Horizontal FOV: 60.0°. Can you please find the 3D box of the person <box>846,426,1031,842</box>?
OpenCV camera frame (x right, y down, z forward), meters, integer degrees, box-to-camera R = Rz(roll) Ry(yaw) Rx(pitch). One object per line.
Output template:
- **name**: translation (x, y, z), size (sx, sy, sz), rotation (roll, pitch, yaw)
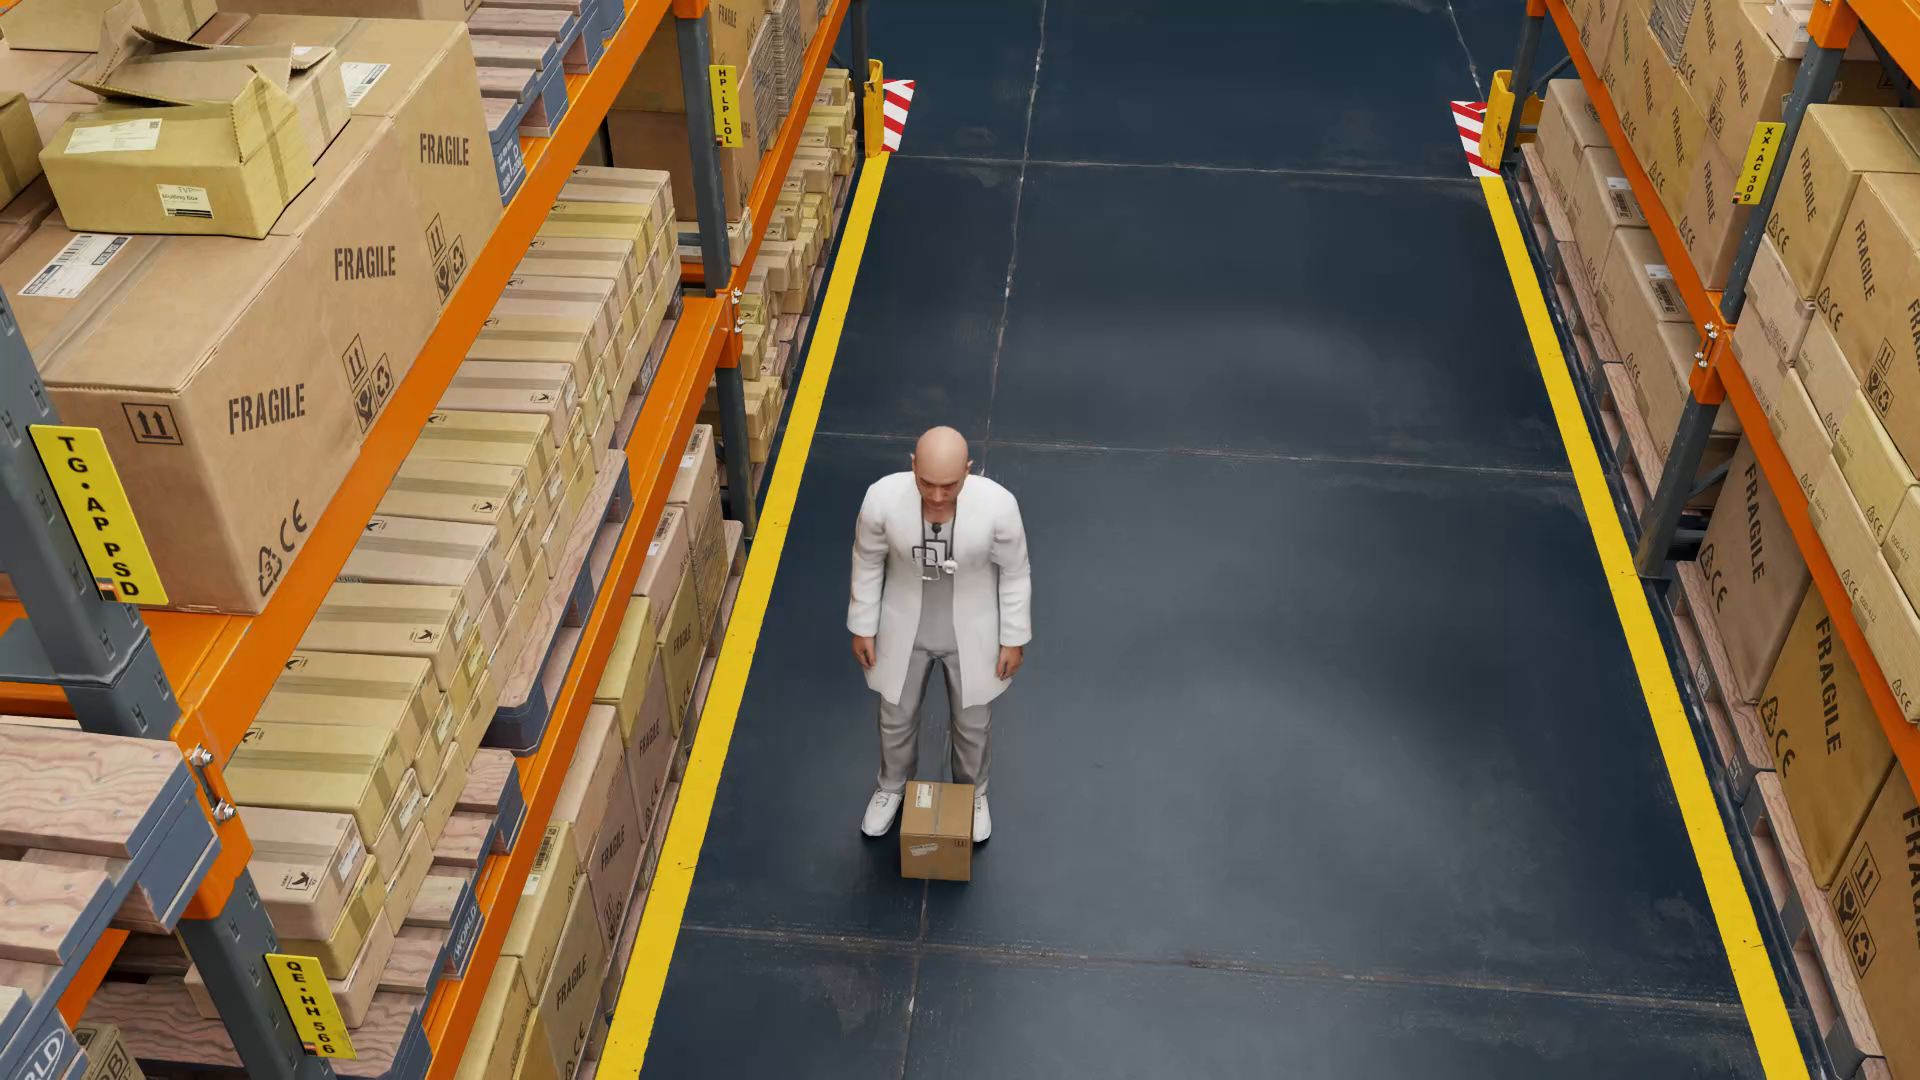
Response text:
- **person**: translation (-0.073, 0.322, 5.777), size (0.644, 1.774, 0.424), rotation (4, 40, 5)
